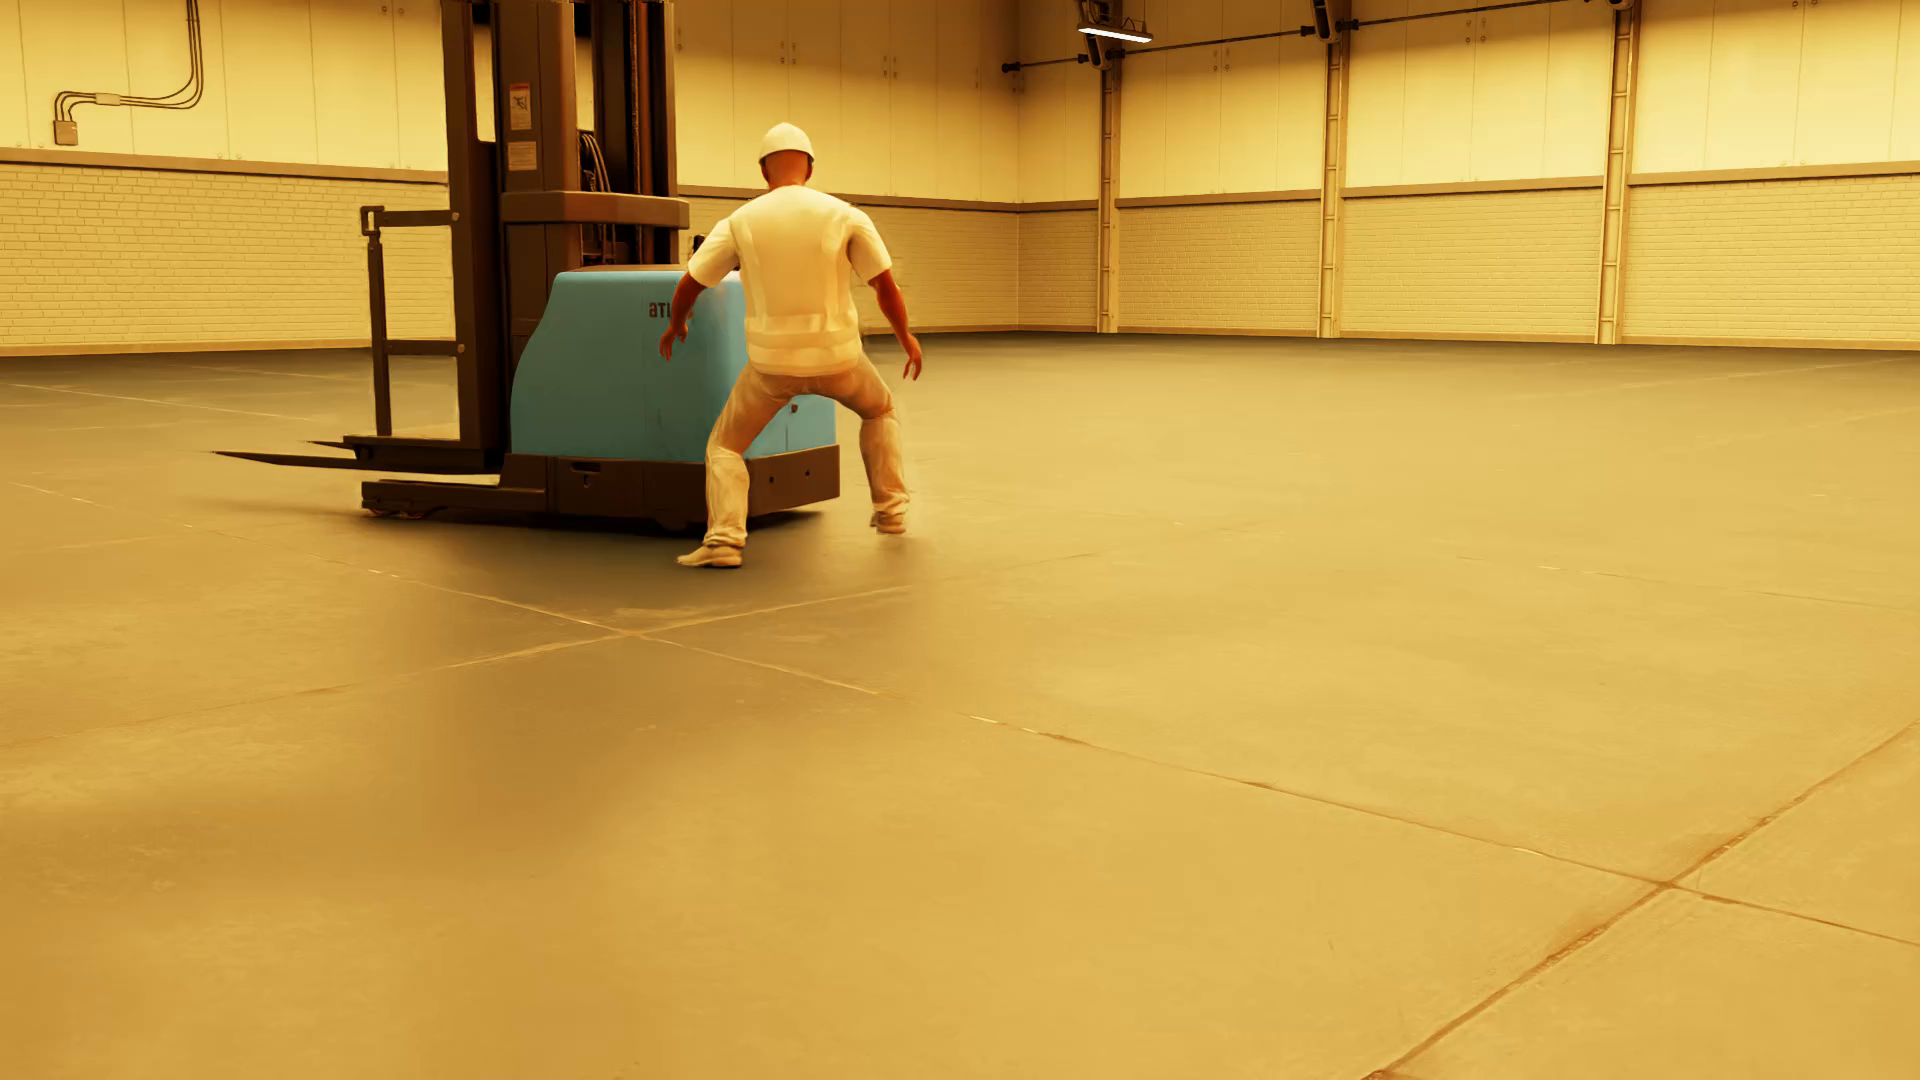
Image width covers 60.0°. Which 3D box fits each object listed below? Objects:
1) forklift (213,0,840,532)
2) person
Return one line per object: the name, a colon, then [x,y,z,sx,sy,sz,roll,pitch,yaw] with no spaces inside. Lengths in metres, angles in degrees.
forklift: [-2.104,-1.606,7.542,3.031,2.935,1.130,4,9,24]
person: [-0.650,-0.733,6.264,1.020,1.632,0.719,0,9,-2]
